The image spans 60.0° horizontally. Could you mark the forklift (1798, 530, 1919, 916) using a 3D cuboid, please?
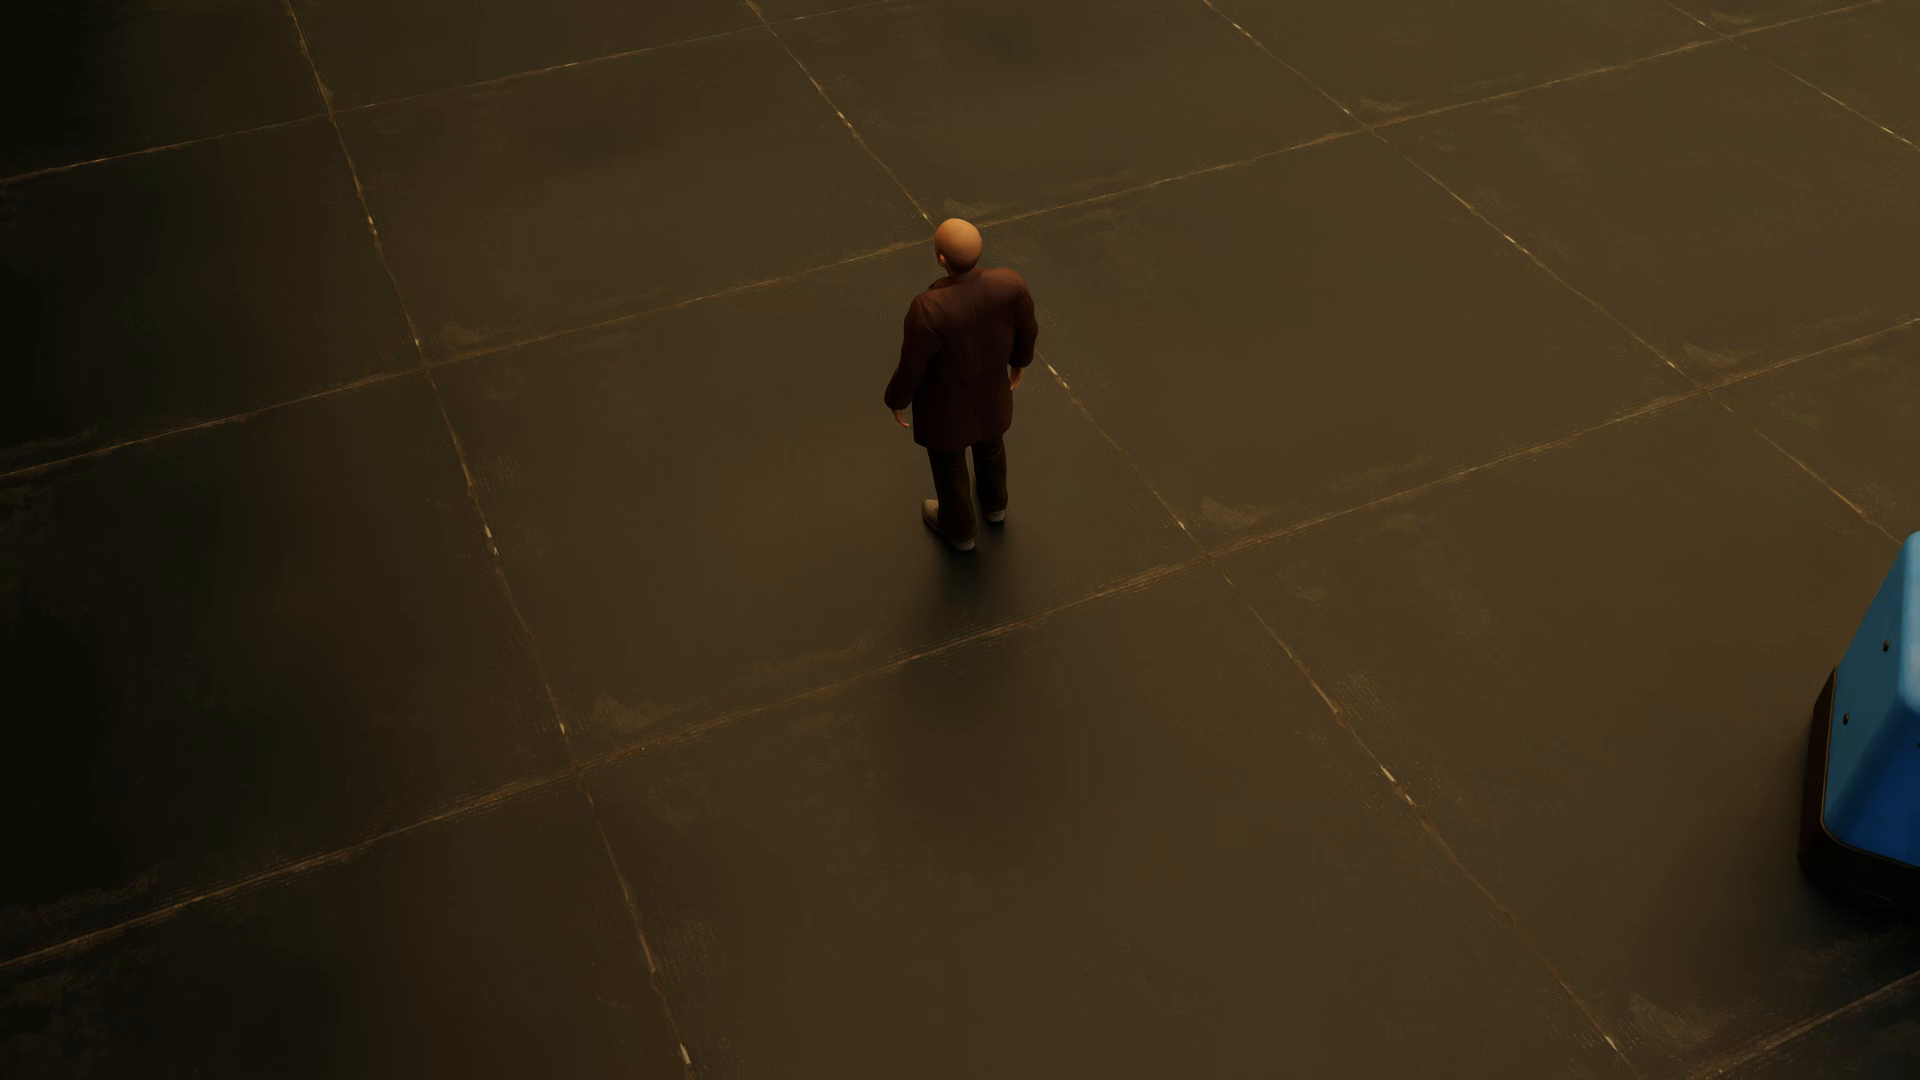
[{"bbox_3d":[4.788,0.368,5.286,3.031,2.935,1.130,17,46,18],"label":"forklift"}]

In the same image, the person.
[{"bbox_3d":[-0.034,-0.713,7.278,0.696,1.776,0.582,-18,46,-18],"label":"person"}]
